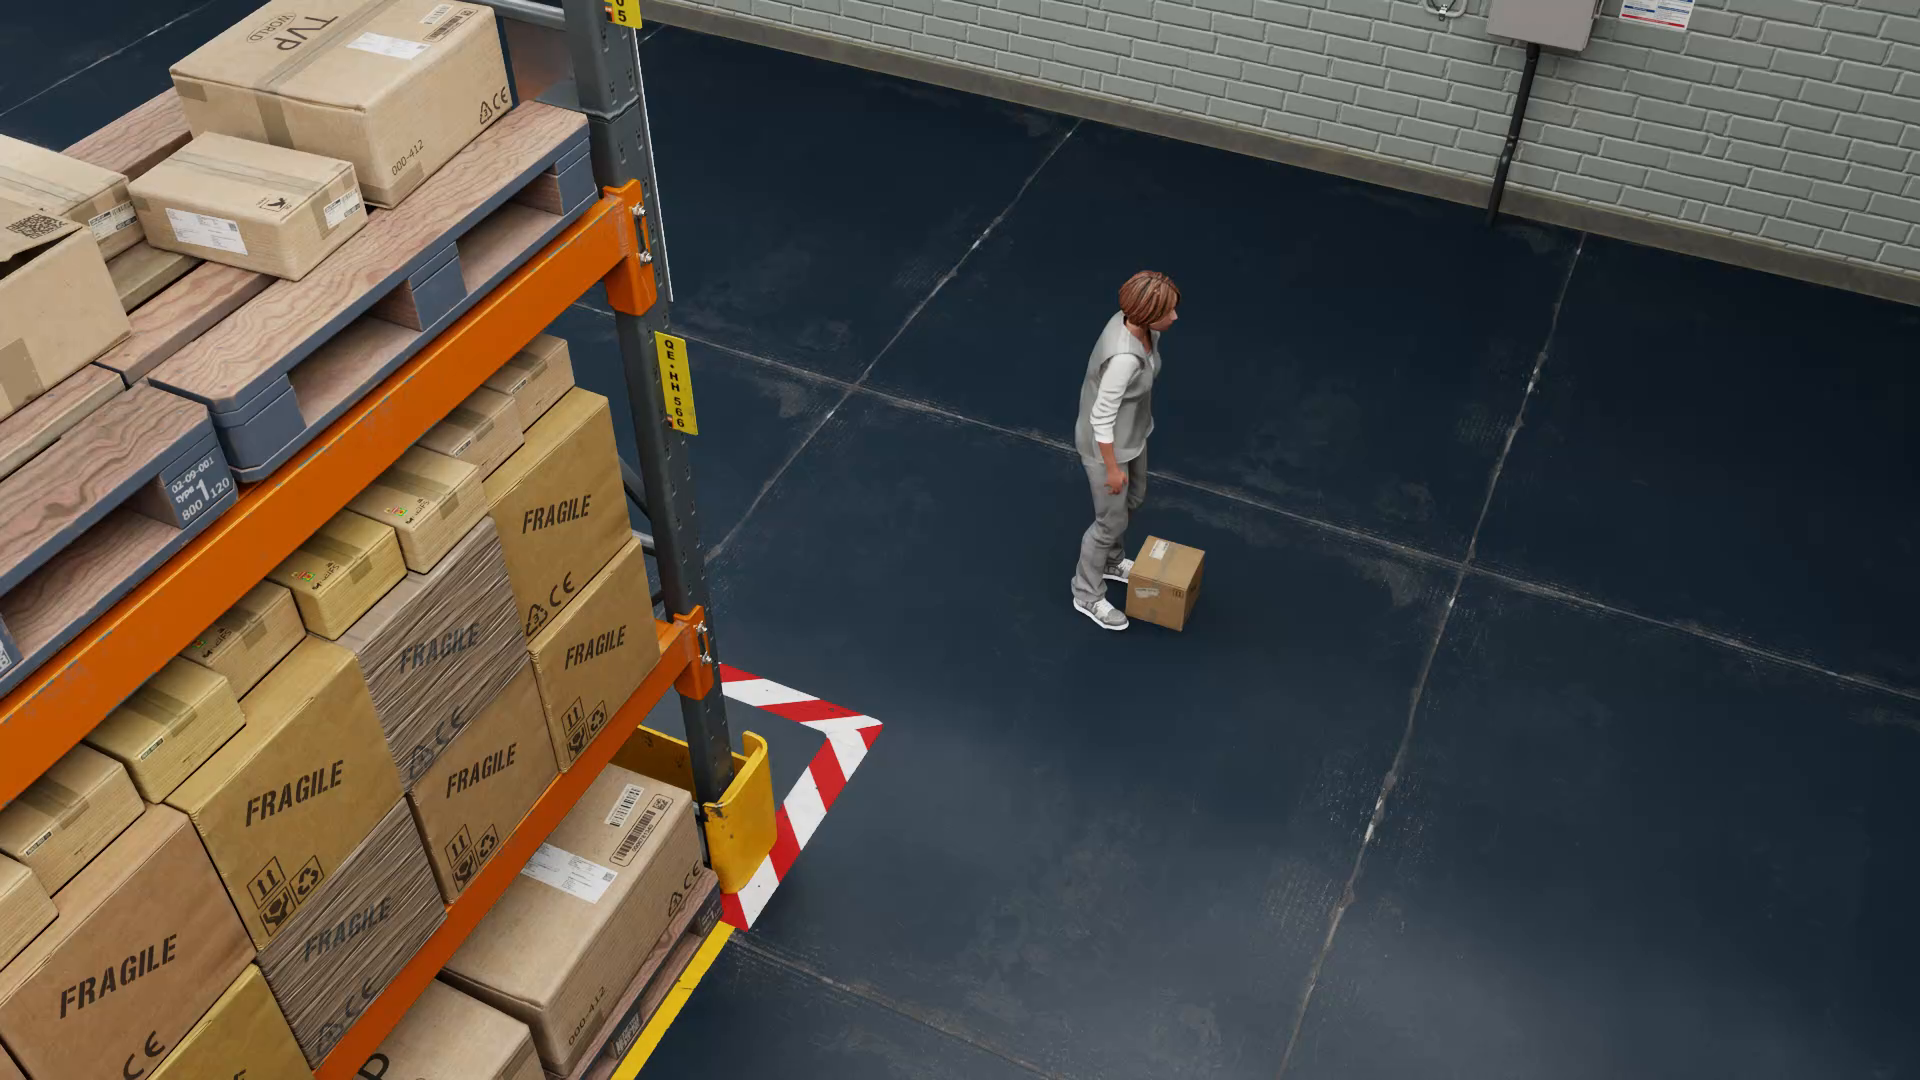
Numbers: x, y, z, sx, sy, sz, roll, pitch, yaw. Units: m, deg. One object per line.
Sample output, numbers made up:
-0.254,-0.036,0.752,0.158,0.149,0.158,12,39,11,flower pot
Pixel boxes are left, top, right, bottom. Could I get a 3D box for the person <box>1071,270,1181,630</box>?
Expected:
0.634,-0.381,6.582,0.341,1.594,0.485,15,45,16,person
